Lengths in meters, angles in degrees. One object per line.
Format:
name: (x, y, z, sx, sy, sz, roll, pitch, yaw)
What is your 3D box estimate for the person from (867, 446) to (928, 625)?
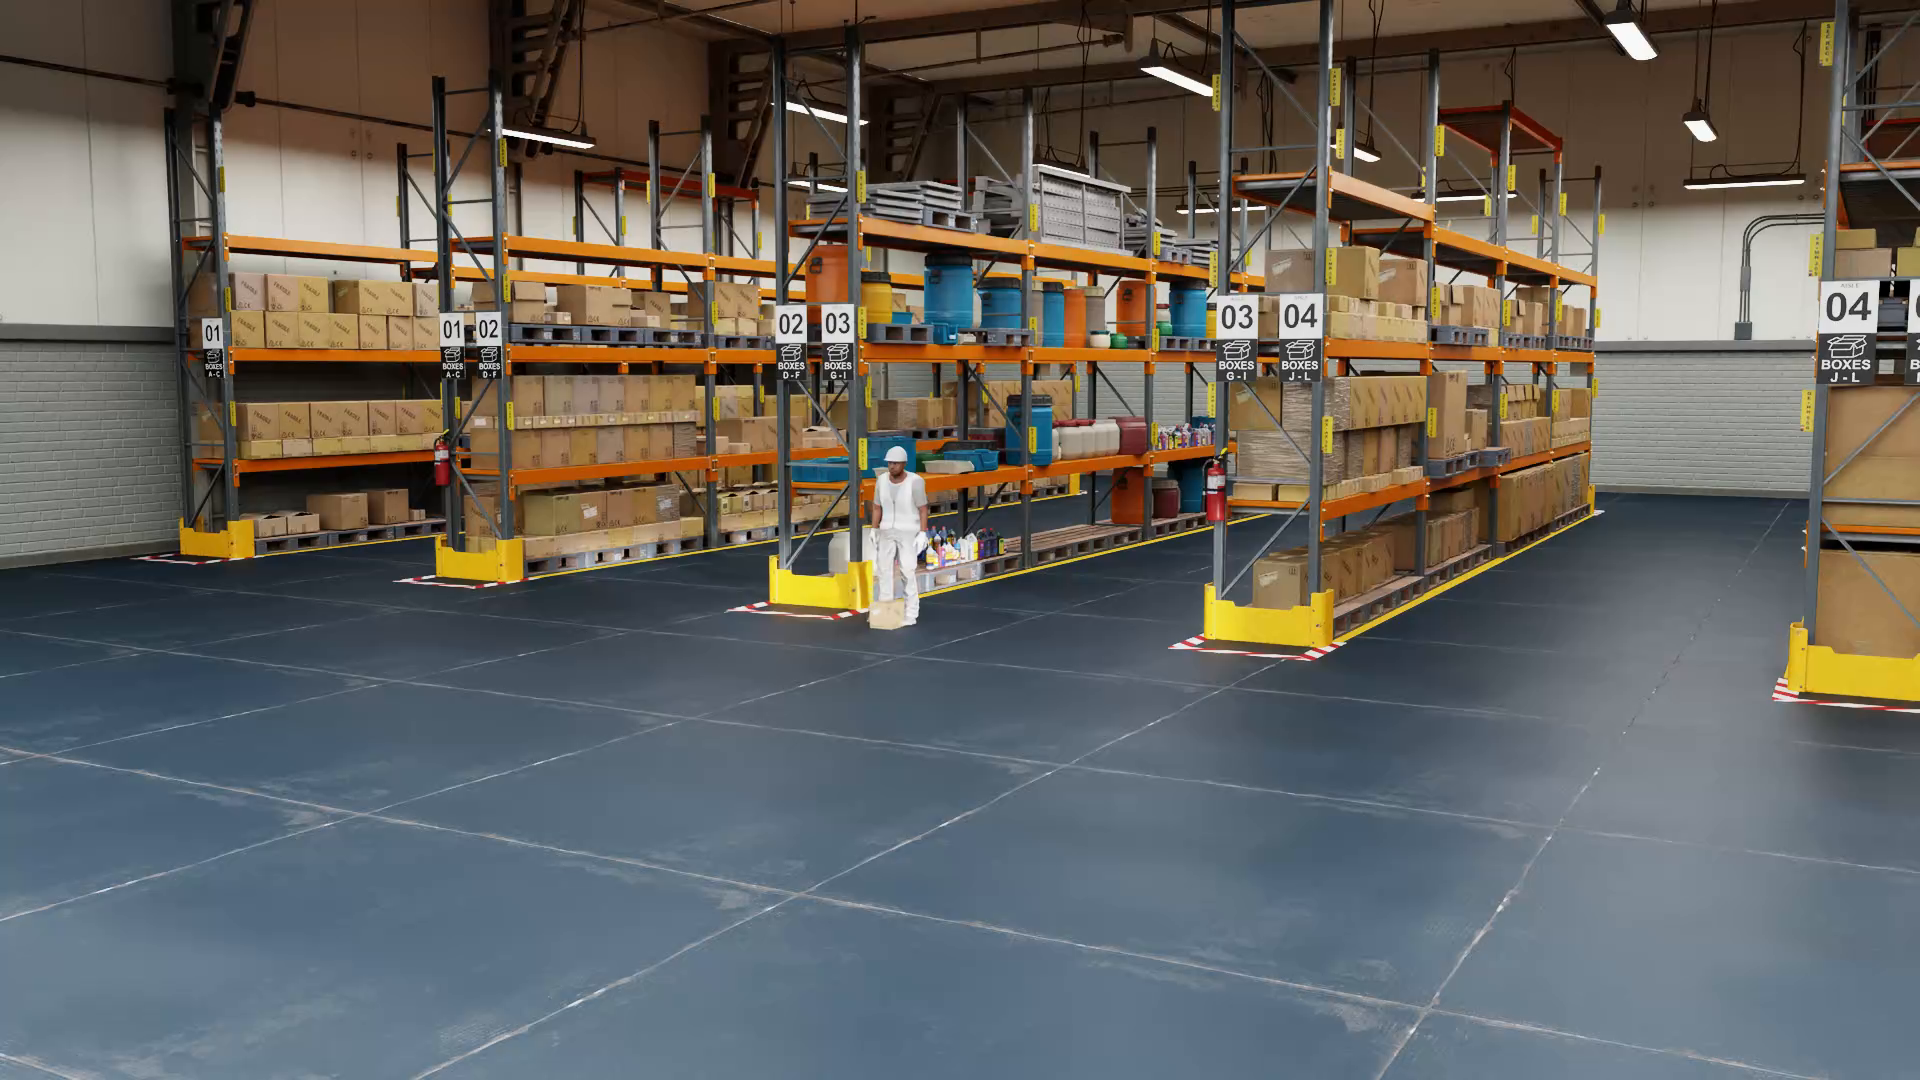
person: (-0.617, -0.045, 16.477, 0.617, 1.772, 0.452, 3, 7, 26)
